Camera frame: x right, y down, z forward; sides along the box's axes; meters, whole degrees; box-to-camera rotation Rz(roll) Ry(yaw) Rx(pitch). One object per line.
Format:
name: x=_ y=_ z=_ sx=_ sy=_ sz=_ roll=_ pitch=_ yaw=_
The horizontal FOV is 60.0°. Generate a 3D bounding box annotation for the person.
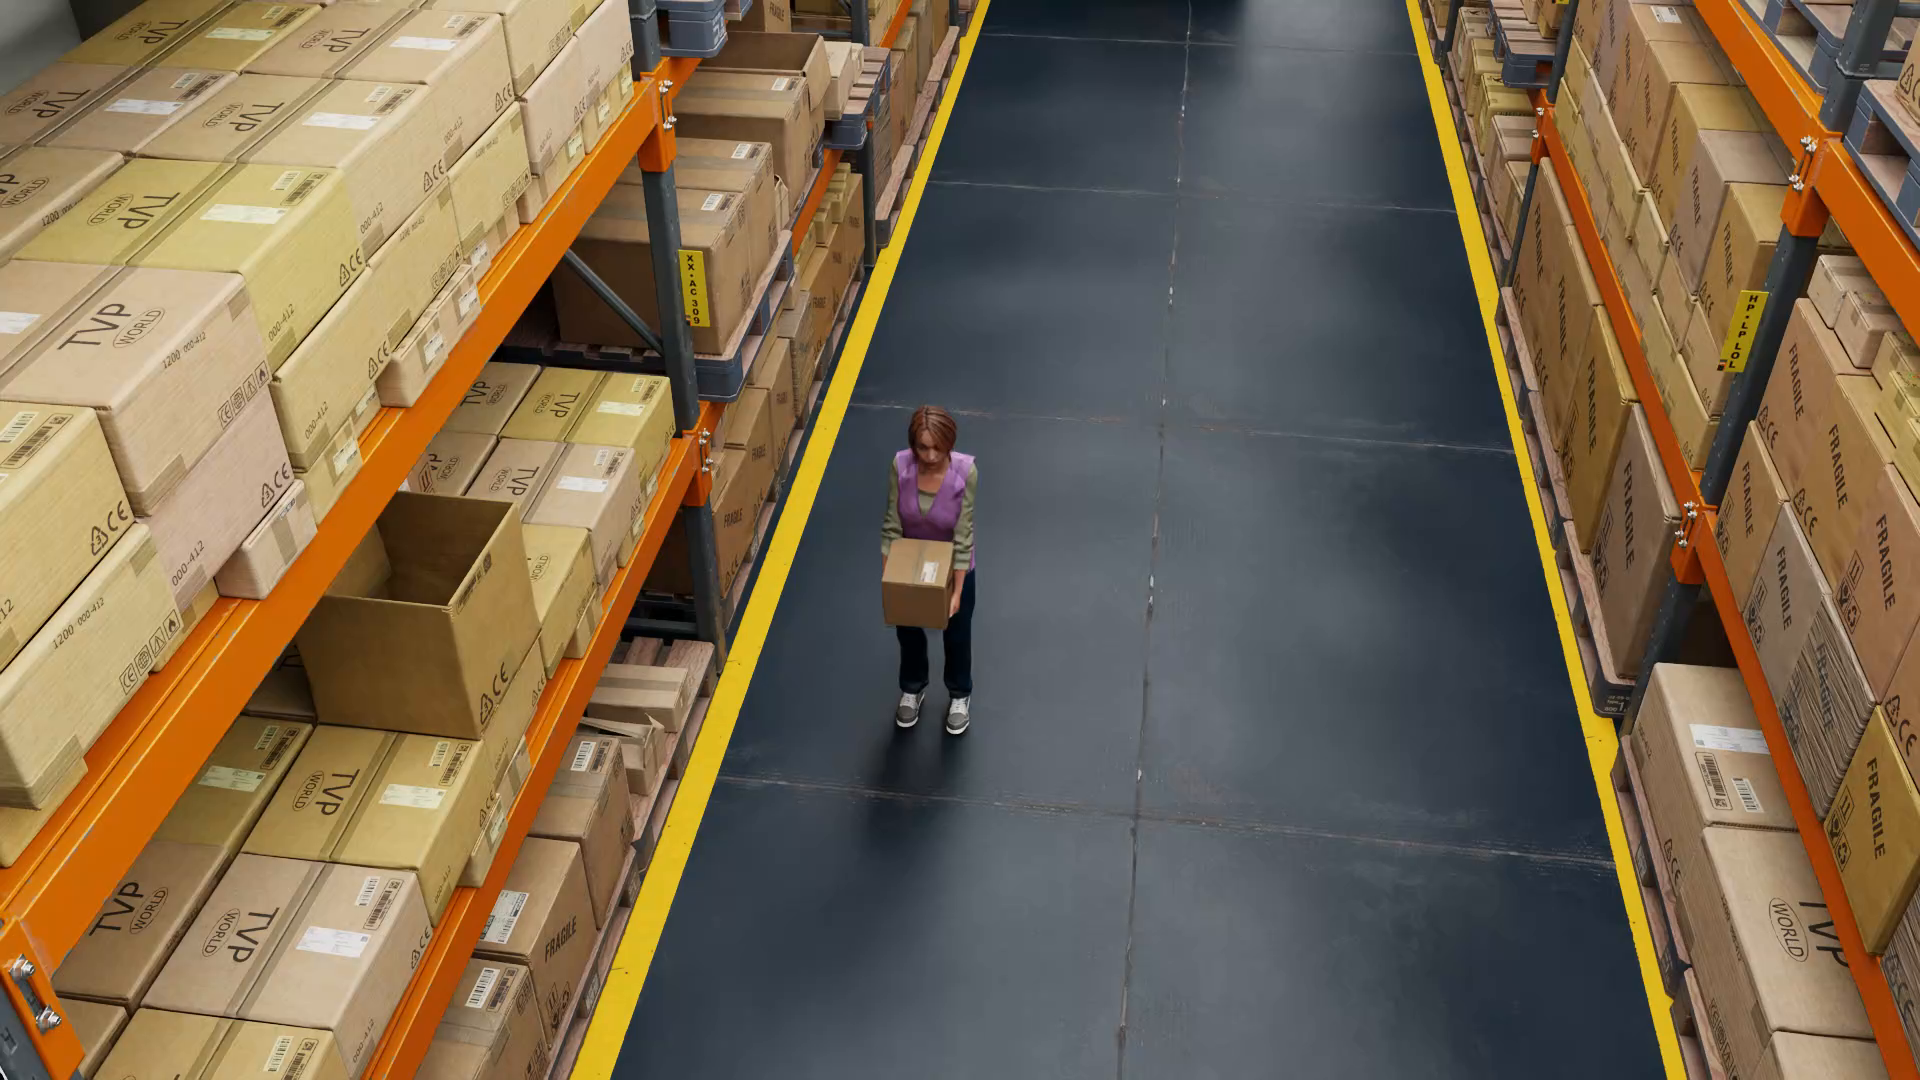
person: x=-0.122 y=0.162 z=6.833 sx=0.375 sy=1.596 sz=0.508 roll=6 pitch=37 yaw=7
